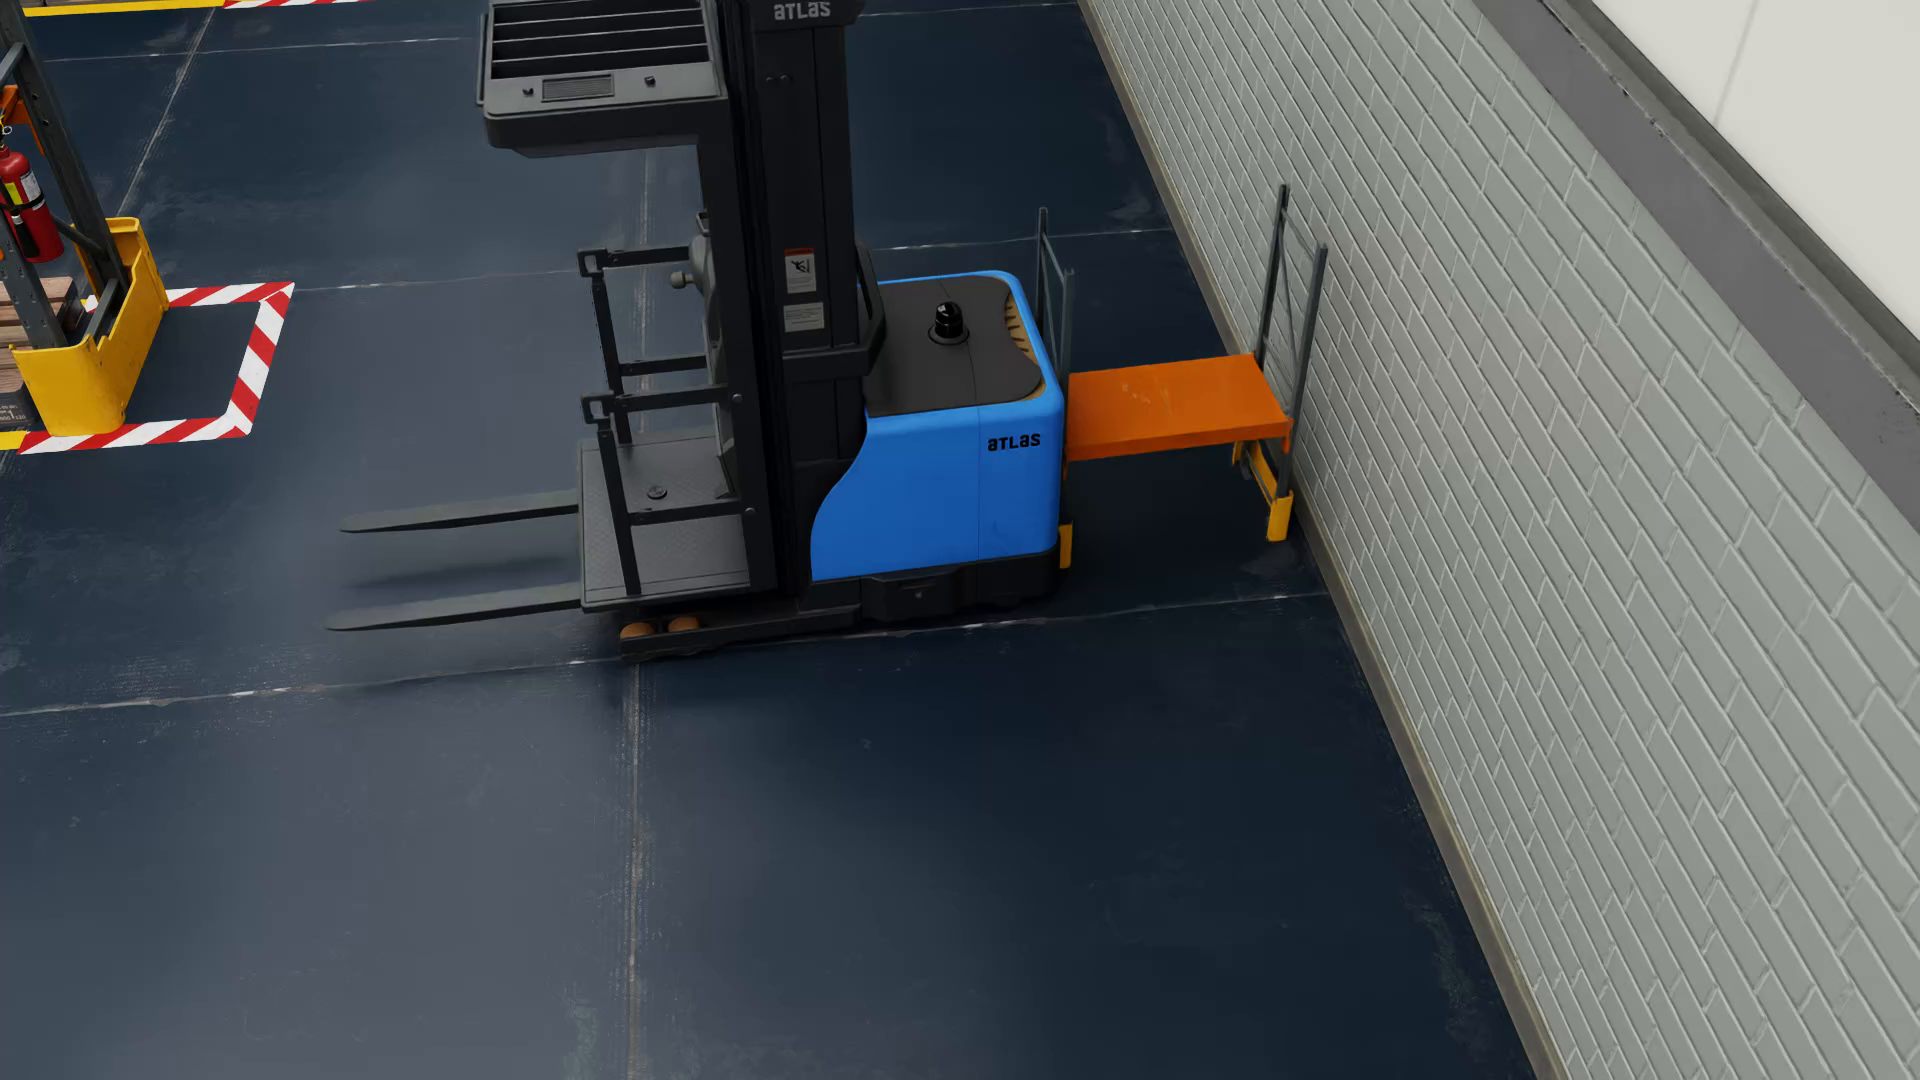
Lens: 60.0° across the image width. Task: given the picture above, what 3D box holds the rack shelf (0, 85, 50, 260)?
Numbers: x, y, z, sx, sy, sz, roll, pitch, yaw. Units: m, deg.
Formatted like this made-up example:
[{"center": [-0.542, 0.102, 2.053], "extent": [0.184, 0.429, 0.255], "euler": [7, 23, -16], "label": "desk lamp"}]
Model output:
[{"center": [-6.316, -1.556, 7.487], "extent": [4.000, 0.370, 1.077], "euler": [-5, 42, -6], "label": "rack shelf"}]

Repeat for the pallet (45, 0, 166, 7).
[{"center": [-5.837, -4.174, 11.936], "extent": [1.213, 0.211, 1.003], "euler": [-5, 42, -6], "label": "pallet"}]

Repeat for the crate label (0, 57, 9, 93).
[{"center": [-4.620, -2.154, 7.693], "extent": [0.303, 0.233, 0.416], "euler": [-5, 42, -6], "label": "crate label"}]

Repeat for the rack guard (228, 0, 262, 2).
[{"center": [-5.047, -4.352, 11.916], "extent": [0.348, 0.500, 1.175], "euler": [-5, 42, -6], "label": "rack guard"}]

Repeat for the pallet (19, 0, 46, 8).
[{"center": [-7.044, -4.071, 11.821], "extent": [1.213, 0.211, 1.003], "euler": [-5, 42, -6], "label": "pallet"}]

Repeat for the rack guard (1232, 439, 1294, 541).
[{"center": [1.377, -0.282, 7.592], "extent": [0.087, 0.250, 0.587], "euler": [-7, 43, -8], "label": "rack guard"}]

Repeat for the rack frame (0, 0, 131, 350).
[{"center": [-4.333, -1.996, 7.439], "extent": [0.127, 3.000, 1.000], "euler": [-5, 42, -6], "label": "rack frame"}]

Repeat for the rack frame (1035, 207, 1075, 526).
[{"center": [0.378, -0.622, 7.035], "extent": [0.032, 1.500, 0.500], "euler": [-7, 43, -8], "label": "rack frame"}]

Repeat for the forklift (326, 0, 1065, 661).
[{"center": [-1.142, -0.969, 6.351], "extent": [3.031, 2.935, 1.130], "euler": [-7, 43, -8], "label": "forklift"}]

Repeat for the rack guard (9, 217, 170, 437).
[{"center": [-4.311, -1.079, 8.288], "extent": [0.348, 0.500, 1.175], "euler": [-5, 42, -6], "label": "rack guard"}]

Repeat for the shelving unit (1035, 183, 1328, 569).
[{"center": [0.887, -0.685, 7.105], "extent": [1.083, 1.500, 0.587], "euler": [-7, 43, -8], "label": "shelving unit"}]

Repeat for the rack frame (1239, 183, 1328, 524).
[{"center": [1.378, -0.747, 7.173], "extent": [0.032, 1.500, 0.500], "euler": [-7, 43, -8], "label": "rack frame"}]

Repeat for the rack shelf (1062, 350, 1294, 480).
[{"center": [0.878, -0.551, 7.225], "extent": [1.000, 0.185, 0.538], "euler": [-7, 43, -8], "label": "rack shelf"}]

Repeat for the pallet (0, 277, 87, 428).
[{"center": [-5.156, -0.915, 8.322], "extent": [1.213, 0.211, 1.003], "euler": [-5, 42, -6], "label": "pallet"}]

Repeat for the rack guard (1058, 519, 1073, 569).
[{"center": [0.398, -0.160, 7.456], "extent": [0.087, 0.250, 0.587], "euler": [-7, 43, -8], "label": "rack guard"}]

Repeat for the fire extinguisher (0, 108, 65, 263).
[{"center": [-4.124, -1.540, 7.270], "extent": [0.183, 0.674, 0.296], "euler": [-5, 42, -6], "label": "fire extinguisher"}]
